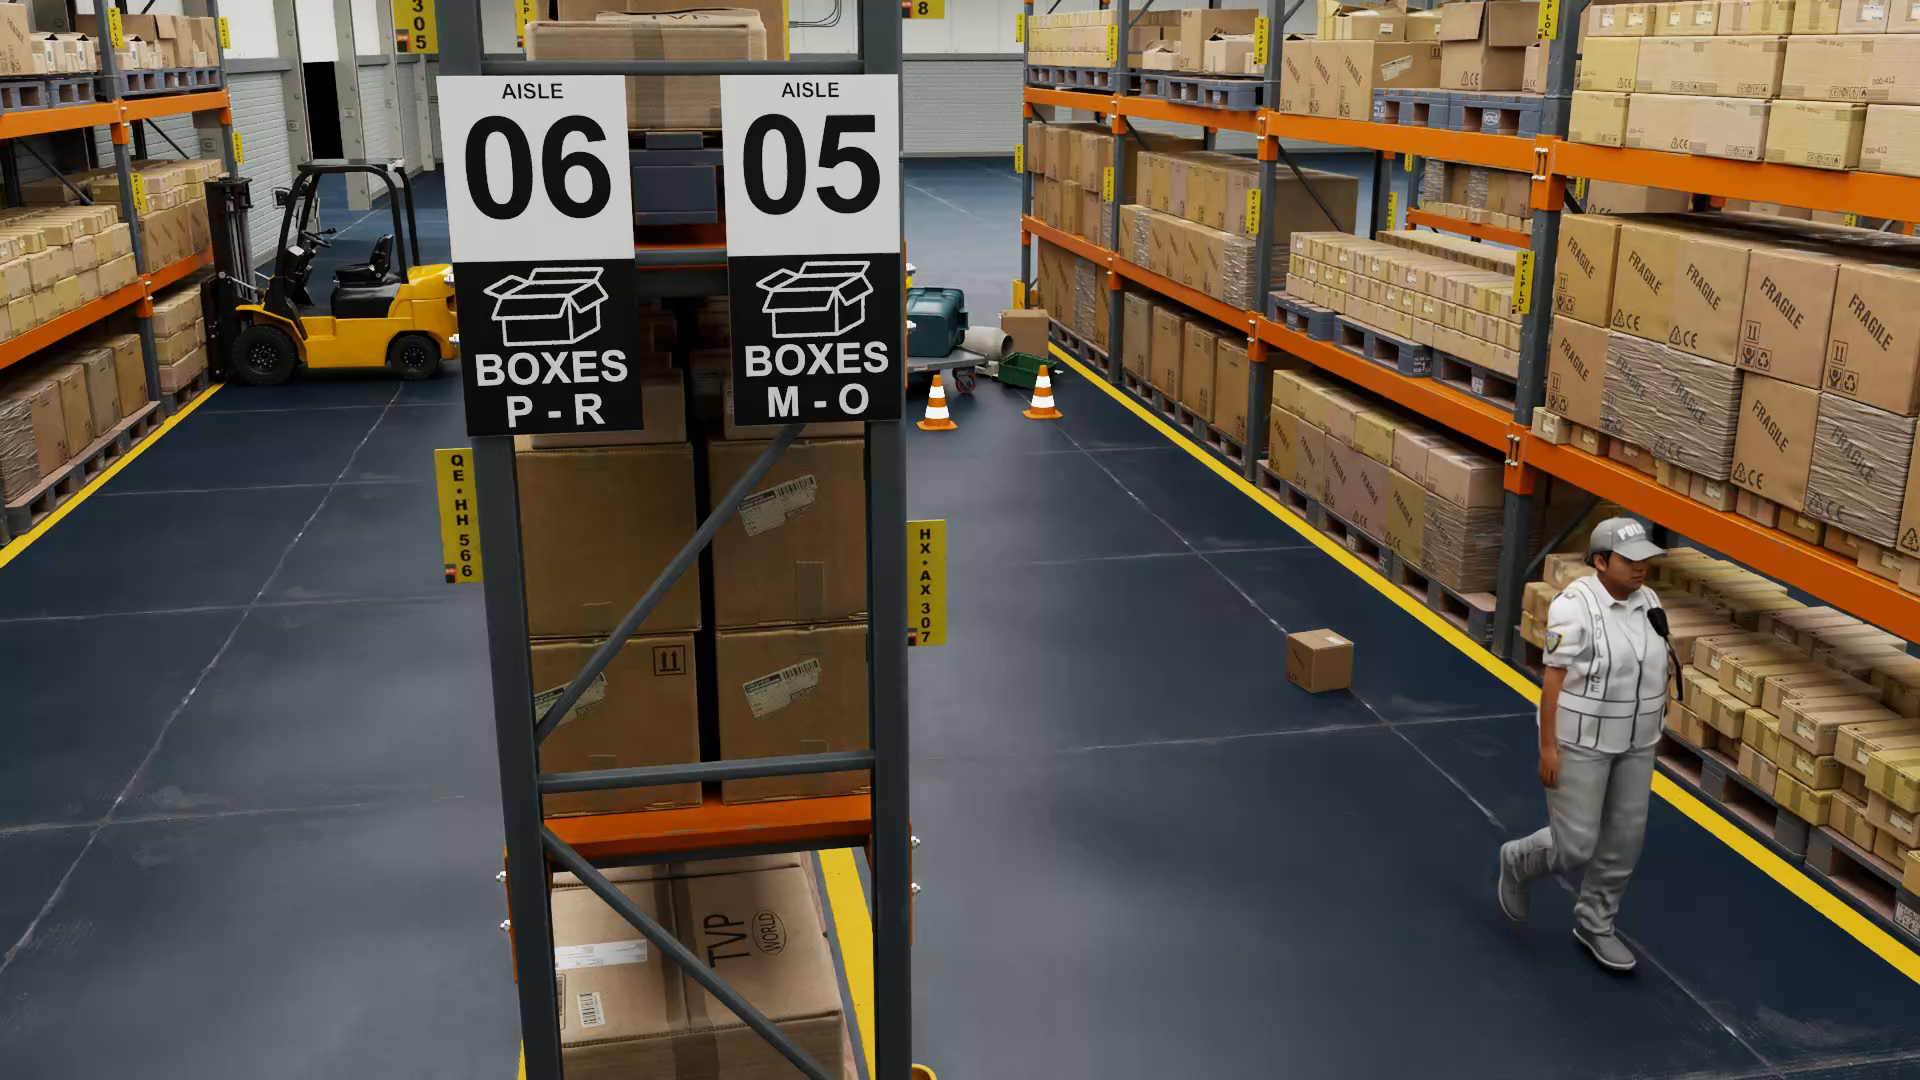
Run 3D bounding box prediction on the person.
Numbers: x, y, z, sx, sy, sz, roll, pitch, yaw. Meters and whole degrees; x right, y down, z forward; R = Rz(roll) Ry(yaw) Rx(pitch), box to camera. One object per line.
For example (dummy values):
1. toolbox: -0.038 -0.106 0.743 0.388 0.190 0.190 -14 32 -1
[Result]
1. person: 2.299 0.712 6.033 0.488 1.651 0.543 -5 17 -17
